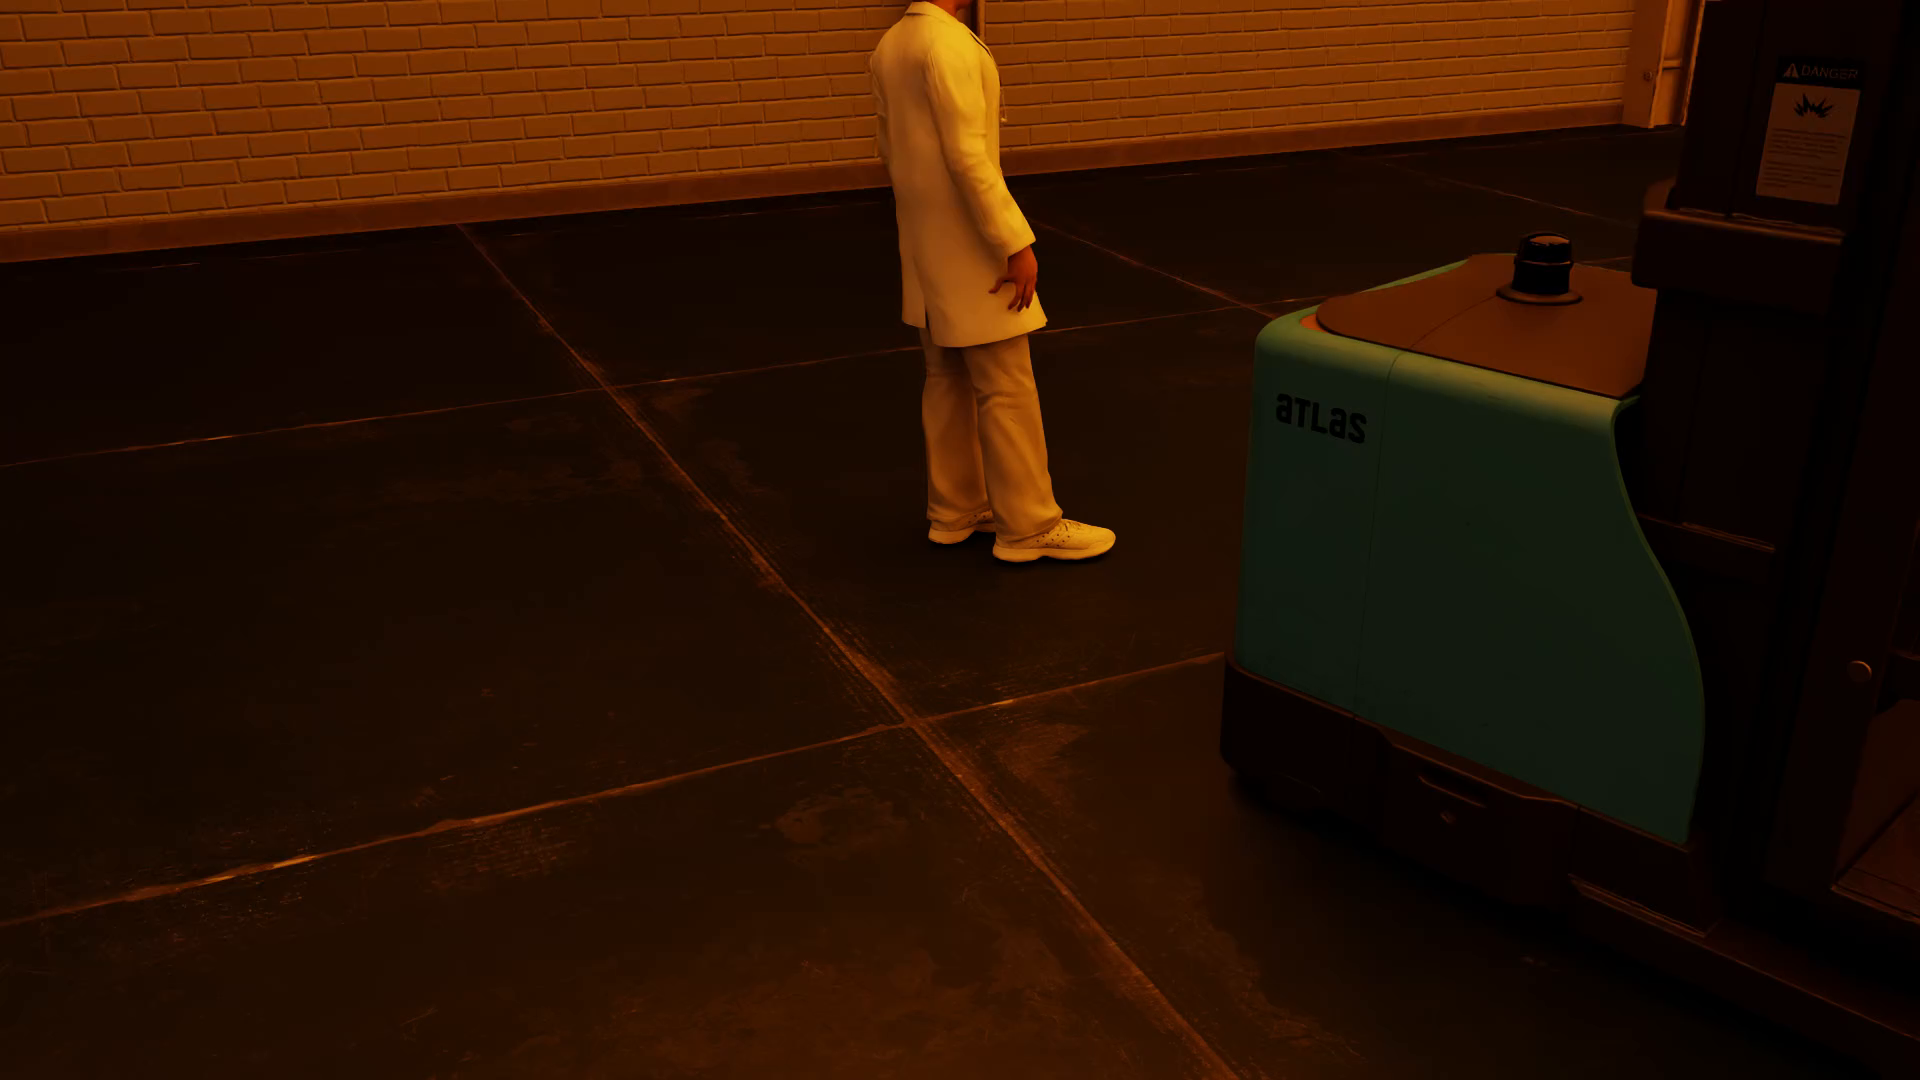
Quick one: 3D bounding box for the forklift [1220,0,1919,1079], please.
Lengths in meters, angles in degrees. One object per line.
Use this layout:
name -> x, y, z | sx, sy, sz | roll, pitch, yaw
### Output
forklift -> 1.977, -0.531, 2.564 | 1.130, 2.935, 3.031 | -21, 30, -40

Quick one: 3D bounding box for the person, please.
person -> 0.084, -0.841, 4.796 | 0.578, 1.777, 0.698 | -10, 25, -23
